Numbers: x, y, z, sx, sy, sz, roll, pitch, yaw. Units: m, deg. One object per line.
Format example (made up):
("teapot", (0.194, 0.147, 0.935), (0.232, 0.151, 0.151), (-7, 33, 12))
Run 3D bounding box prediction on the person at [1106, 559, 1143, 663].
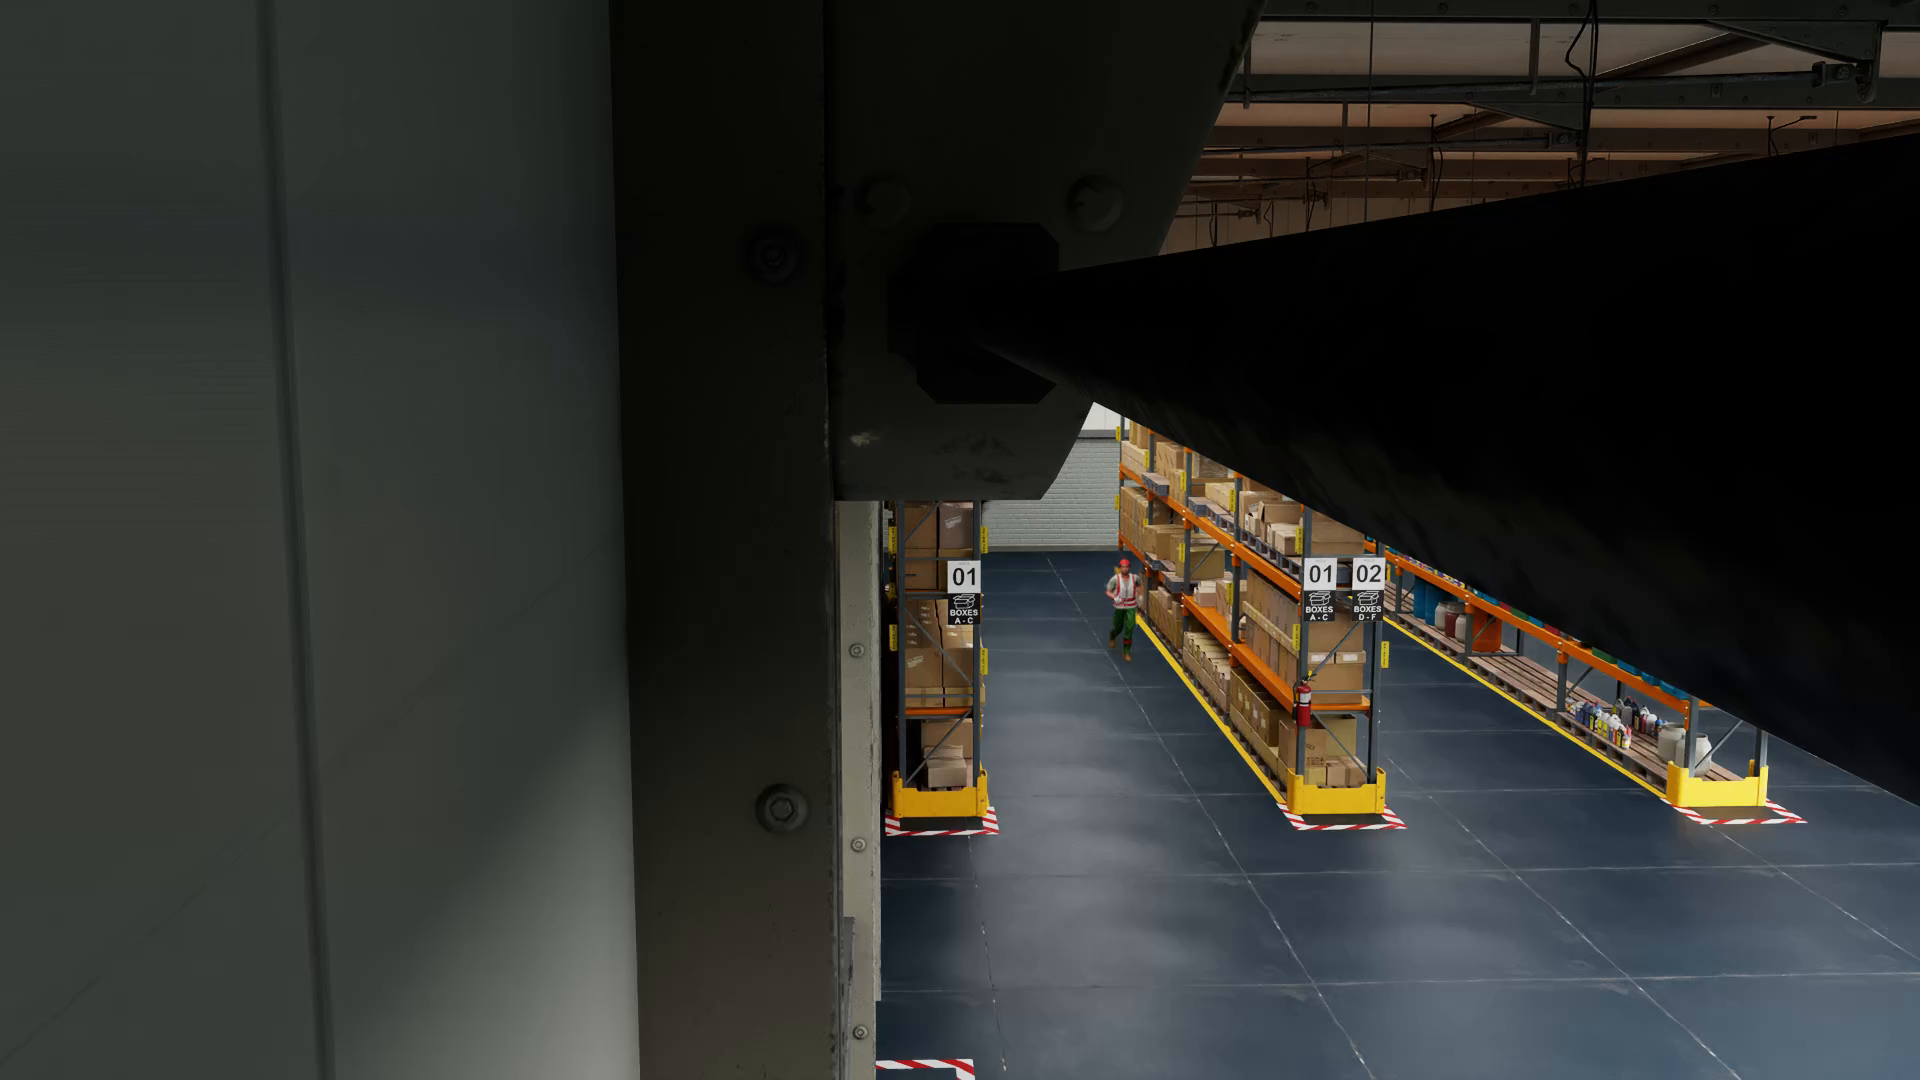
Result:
("person", (2.917, 1.211, 29.535), (0.667, 1.786, 0.956), (-1, 8, -5))
